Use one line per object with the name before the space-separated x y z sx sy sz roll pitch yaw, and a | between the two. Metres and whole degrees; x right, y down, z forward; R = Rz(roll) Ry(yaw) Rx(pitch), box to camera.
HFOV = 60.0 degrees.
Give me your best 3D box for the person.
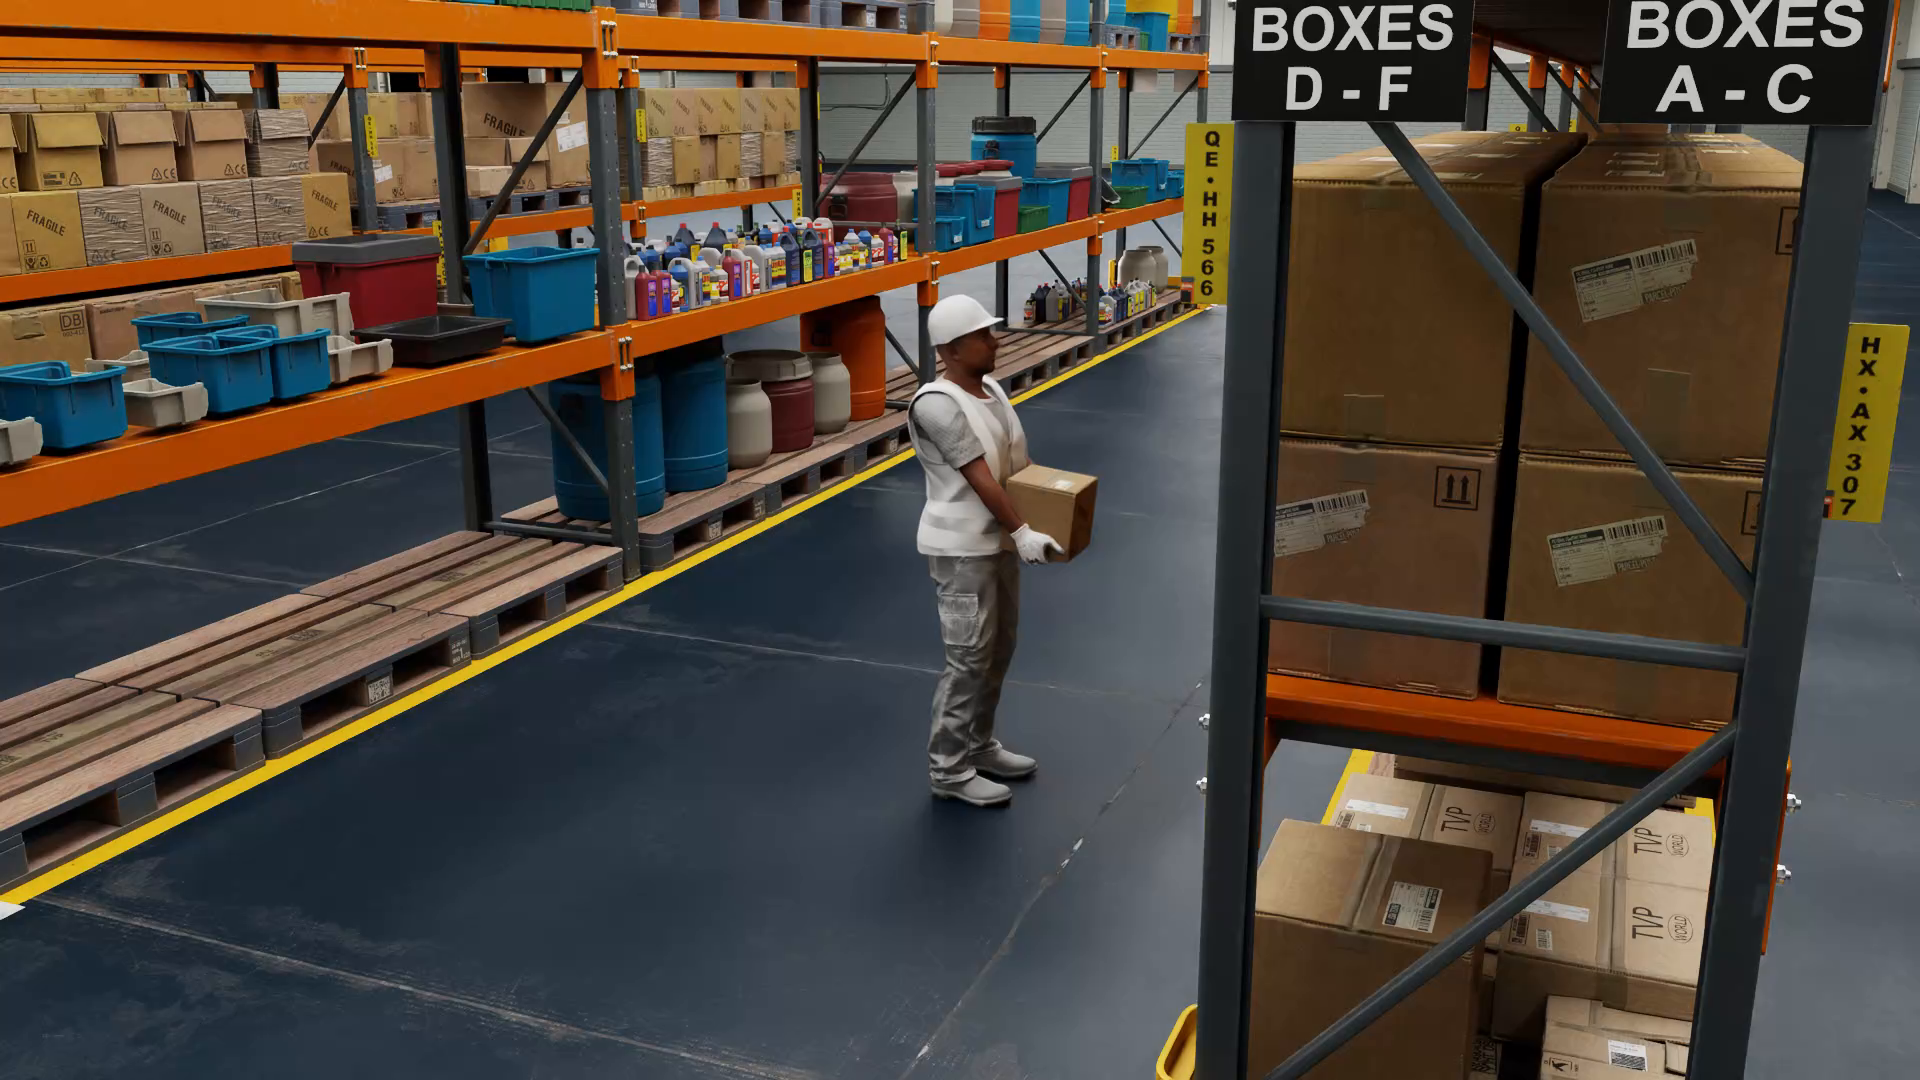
person | 0.141 0.039 5.851 0.575 1.778 0.487 6 16 21
